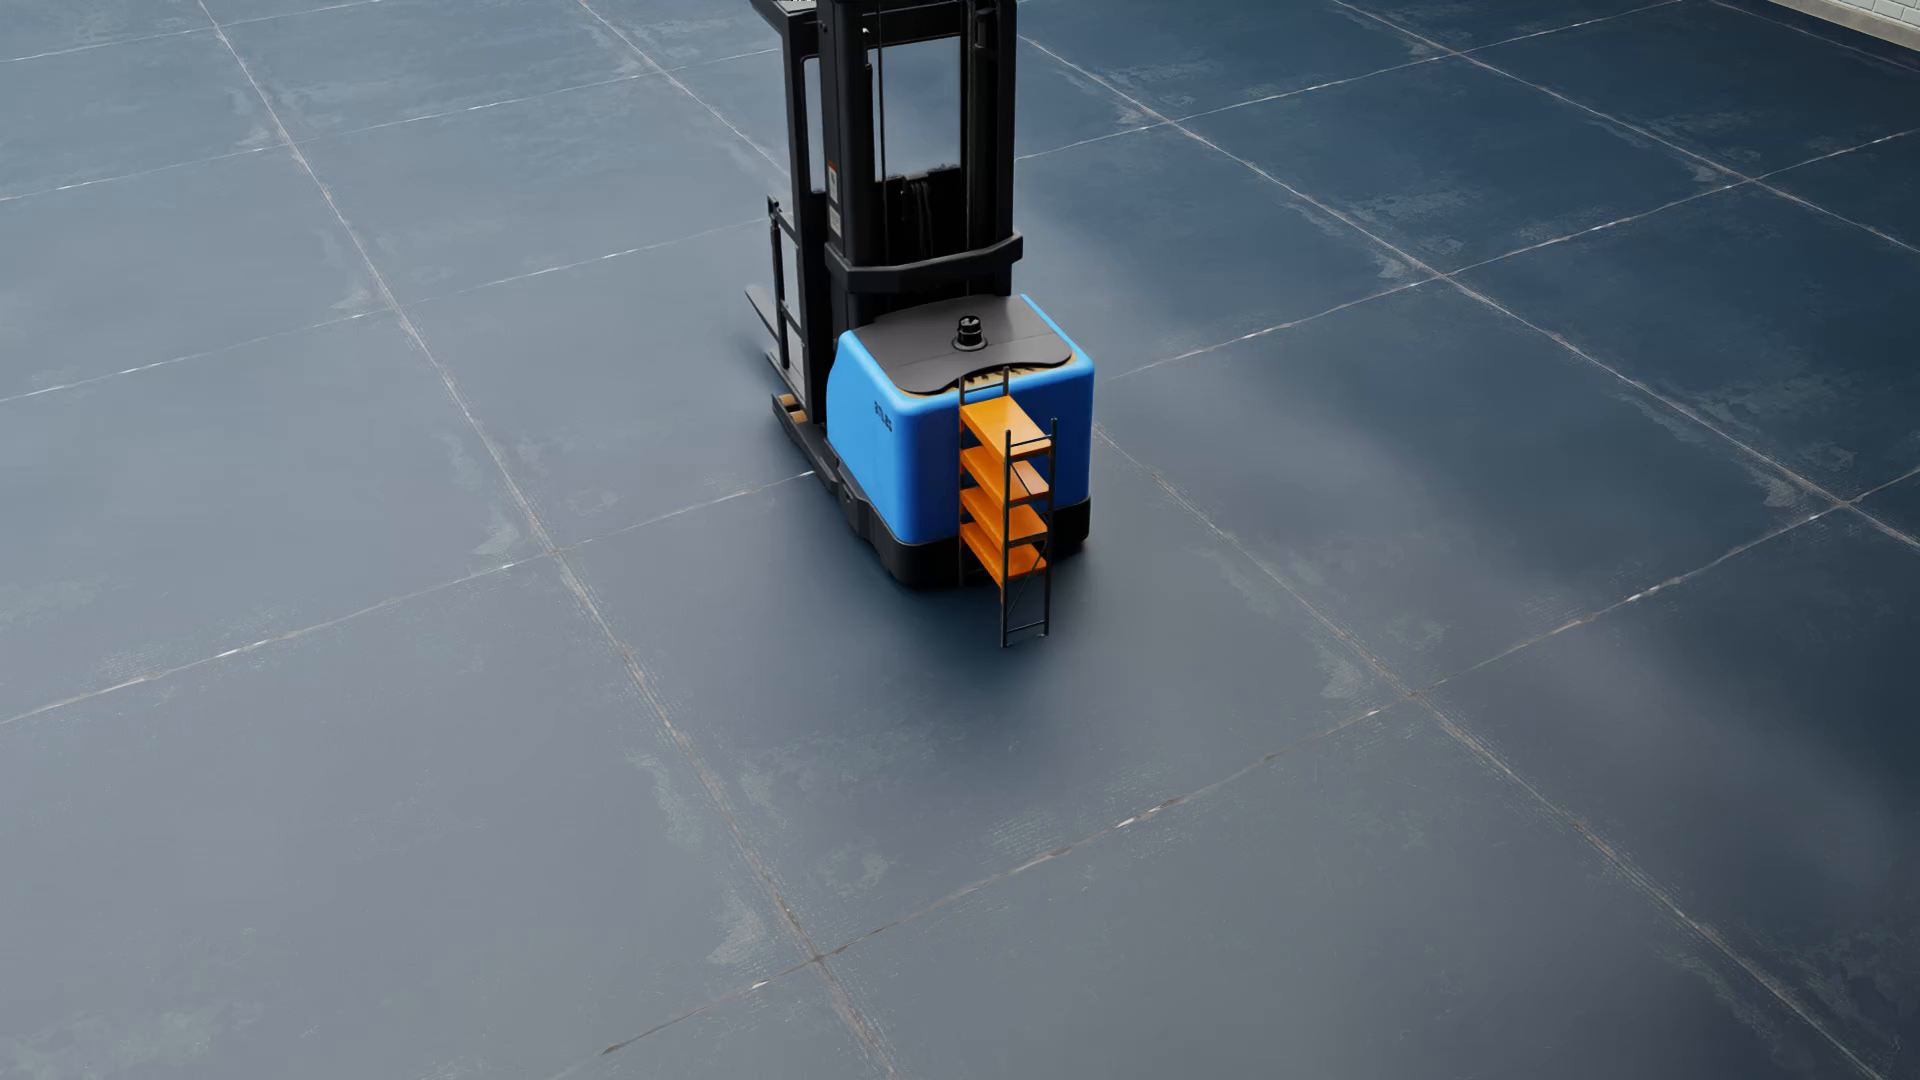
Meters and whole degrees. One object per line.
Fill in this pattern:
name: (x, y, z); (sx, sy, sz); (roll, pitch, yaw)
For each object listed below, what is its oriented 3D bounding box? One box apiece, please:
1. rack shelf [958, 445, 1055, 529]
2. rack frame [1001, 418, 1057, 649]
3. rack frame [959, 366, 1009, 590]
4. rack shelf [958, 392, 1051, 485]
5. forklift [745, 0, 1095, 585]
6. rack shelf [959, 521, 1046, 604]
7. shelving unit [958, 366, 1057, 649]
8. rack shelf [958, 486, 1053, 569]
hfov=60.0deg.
rack shelf: (0.207, -0.267, 7.560); (0.258, 0.148, 0.480); (-15, 39, -19)
rack frame: (0.306, -0.009, 7.472); (0.240, 1.200, 0.015); (-15, 39, -19)
rack frame: (0.108, -0.272, 7.833); (0.240, 1.200, 0.015); (-15, 39, -19)
rack shelf: (0.207, -0.458, 7.421); (0.258, 0.148, 0.480); (-15, 39, -19)
forklift: (-0.406, -1.828, 8.495); (1.130, 2.935, 3.031); (-15, 39, -19)
rack shelf: (0.207, 0.074, 7.809); (0.258, 0.148, 0.480); (-15, 39, -19)
shelving unit: (0.207, -0.141, 7.653); (0.258, 1.200, 0.503); (-15, 39, -19)
rack shelf: (0.207, -0.086, 7.692); (0.258, 0.148, 0.480); (-15, 39, -19)
